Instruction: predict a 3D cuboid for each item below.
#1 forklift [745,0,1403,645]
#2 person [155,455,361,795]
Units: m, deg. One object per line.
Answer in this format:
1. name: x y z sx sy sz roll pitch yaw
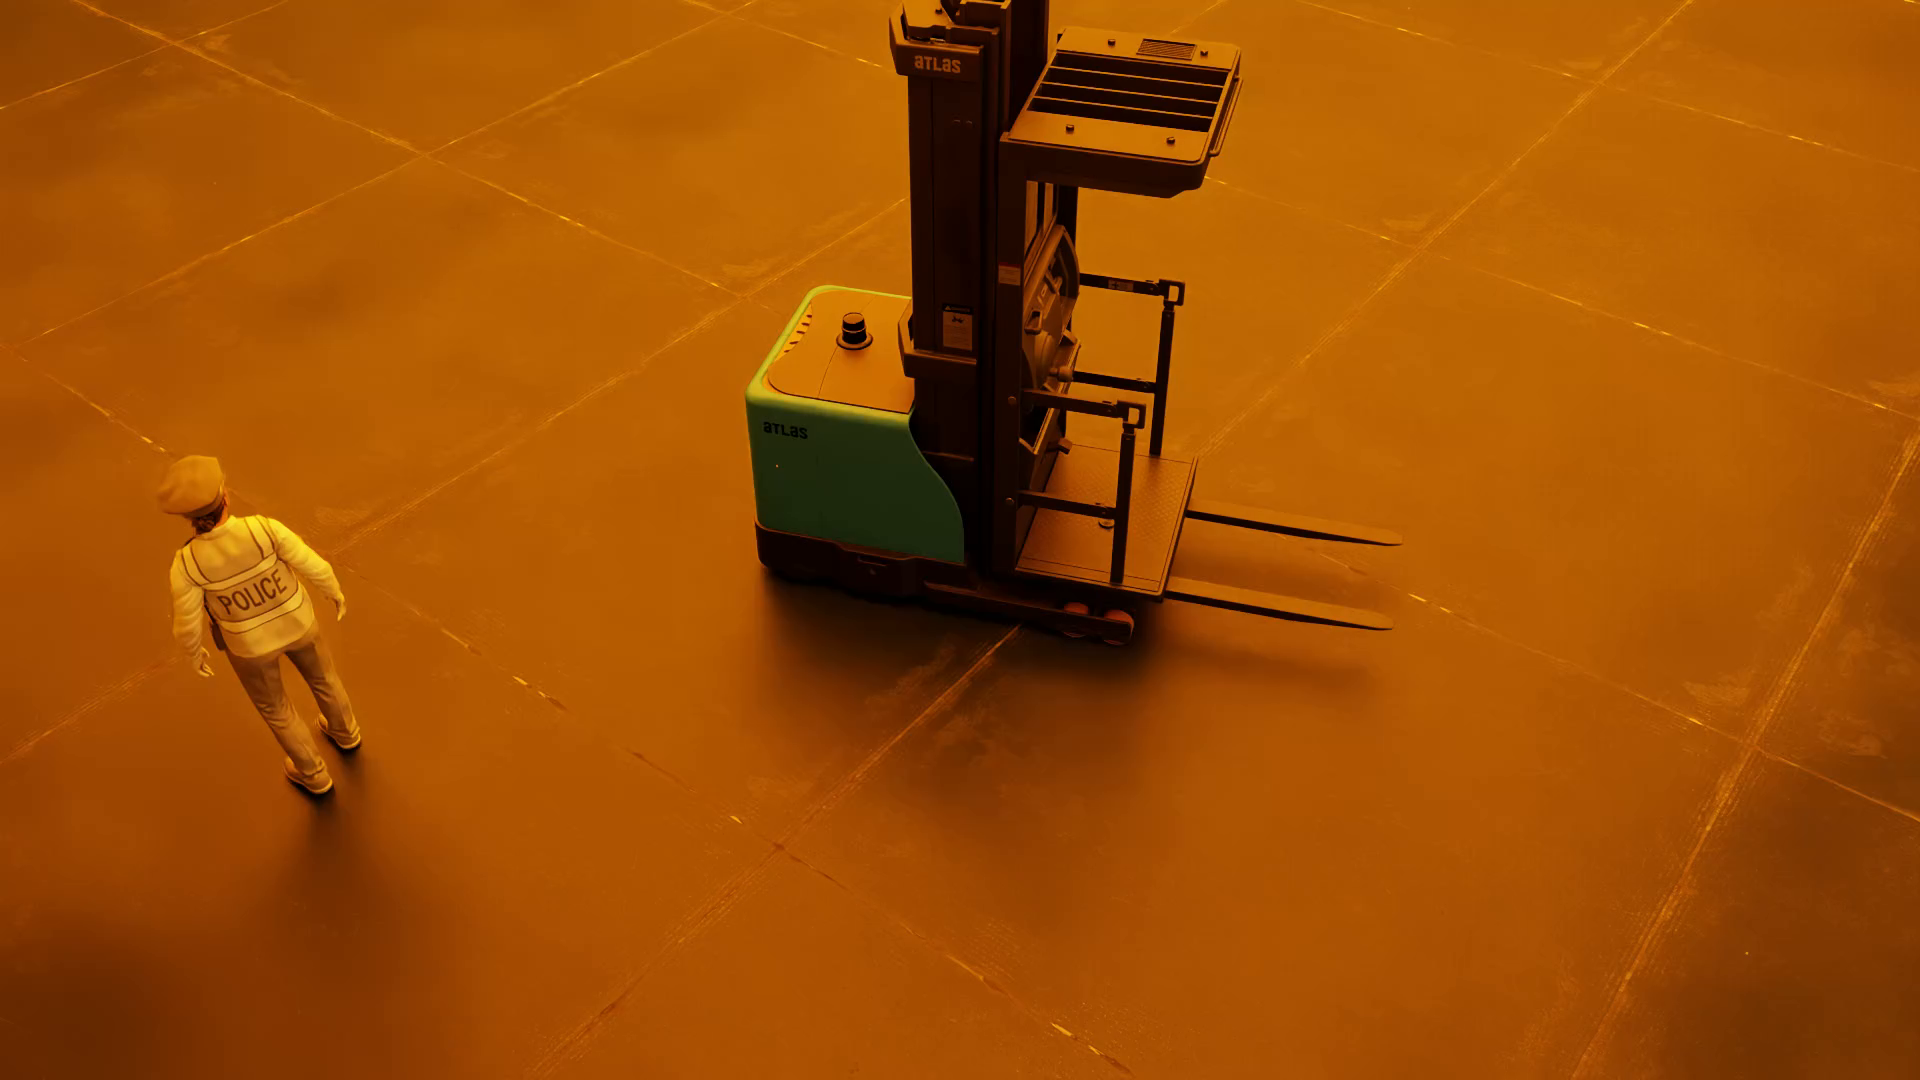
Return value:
1. forklift: 0.587 -1.011 7.260 3.031 2.935 1.130 10 41 12
2. person: -2.803 0.326 6.659 0.646 1.681 0.479 -27 47 -28
